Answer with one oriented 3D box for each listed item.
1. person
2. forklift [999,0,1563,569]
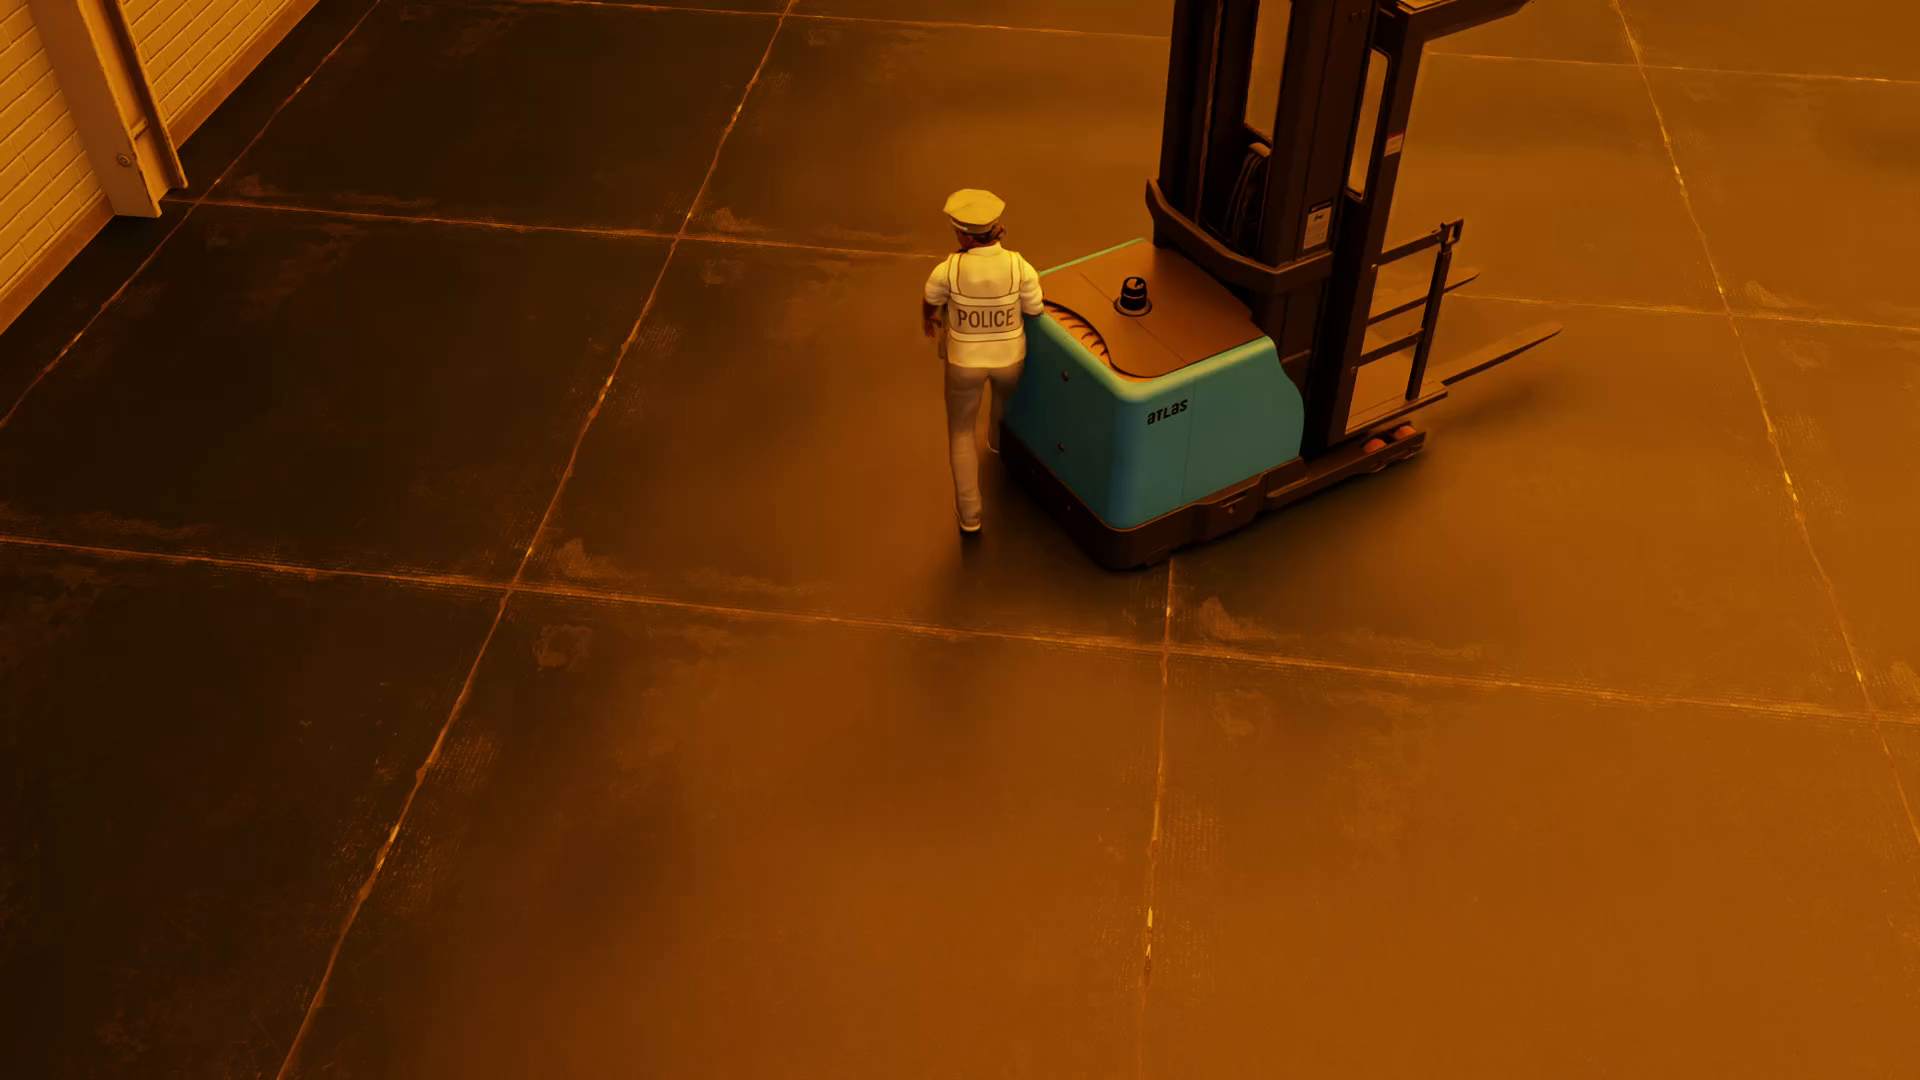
[{"bbox_3d":[0.135,-0.908,7.697,0.594,1.608,0.853,-6,43,-6],"label":"person"},{"bbox_3d":[1.721,-1.699,7.574,3.031,2.935,1.130,-22,47,-23],"label":"forklift"}]
